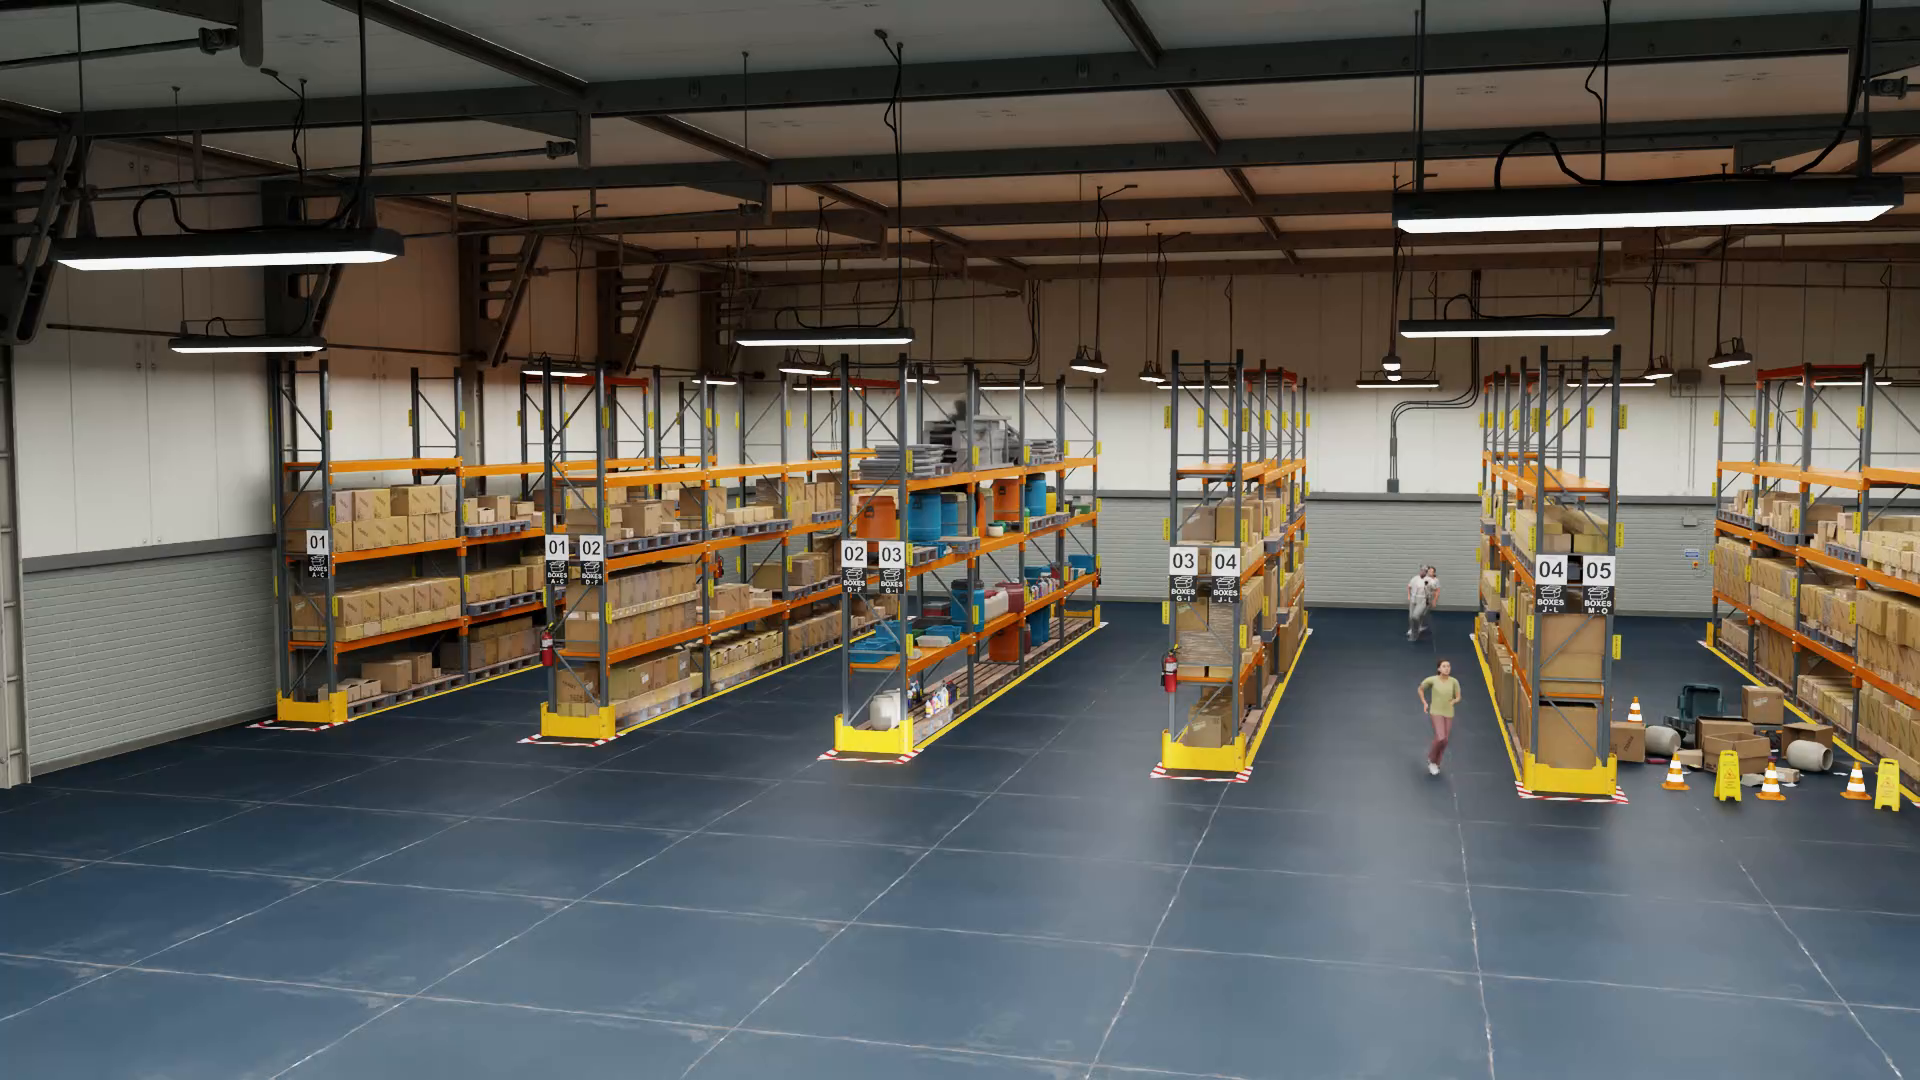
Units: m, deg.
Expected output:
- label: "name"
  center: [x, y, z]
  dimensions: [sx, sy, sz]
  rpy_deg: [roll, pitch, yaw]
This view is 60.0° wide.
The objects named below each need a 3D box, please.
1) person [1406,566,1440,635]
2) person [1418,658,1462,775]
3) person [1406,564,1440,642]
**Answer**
- label: "person"
  center: [10.926, 1.415, 38.895]
  dimensions: [0.676, 1.643, 0.705]
  rpy_deg: [-4, 6, -44]
- label: "person"
  center: [6.798, 2.485, 23.471]
  dimensions: [0.550, 1.648, 0.631]
  rpy_deg: [0, 4, -6]
- label: "person"
  center: [10.417, 1.438, 37.685]
  dimensions: [0.711, 1.793, 0.636]
  rpy_deg: [4, 6, 45]
